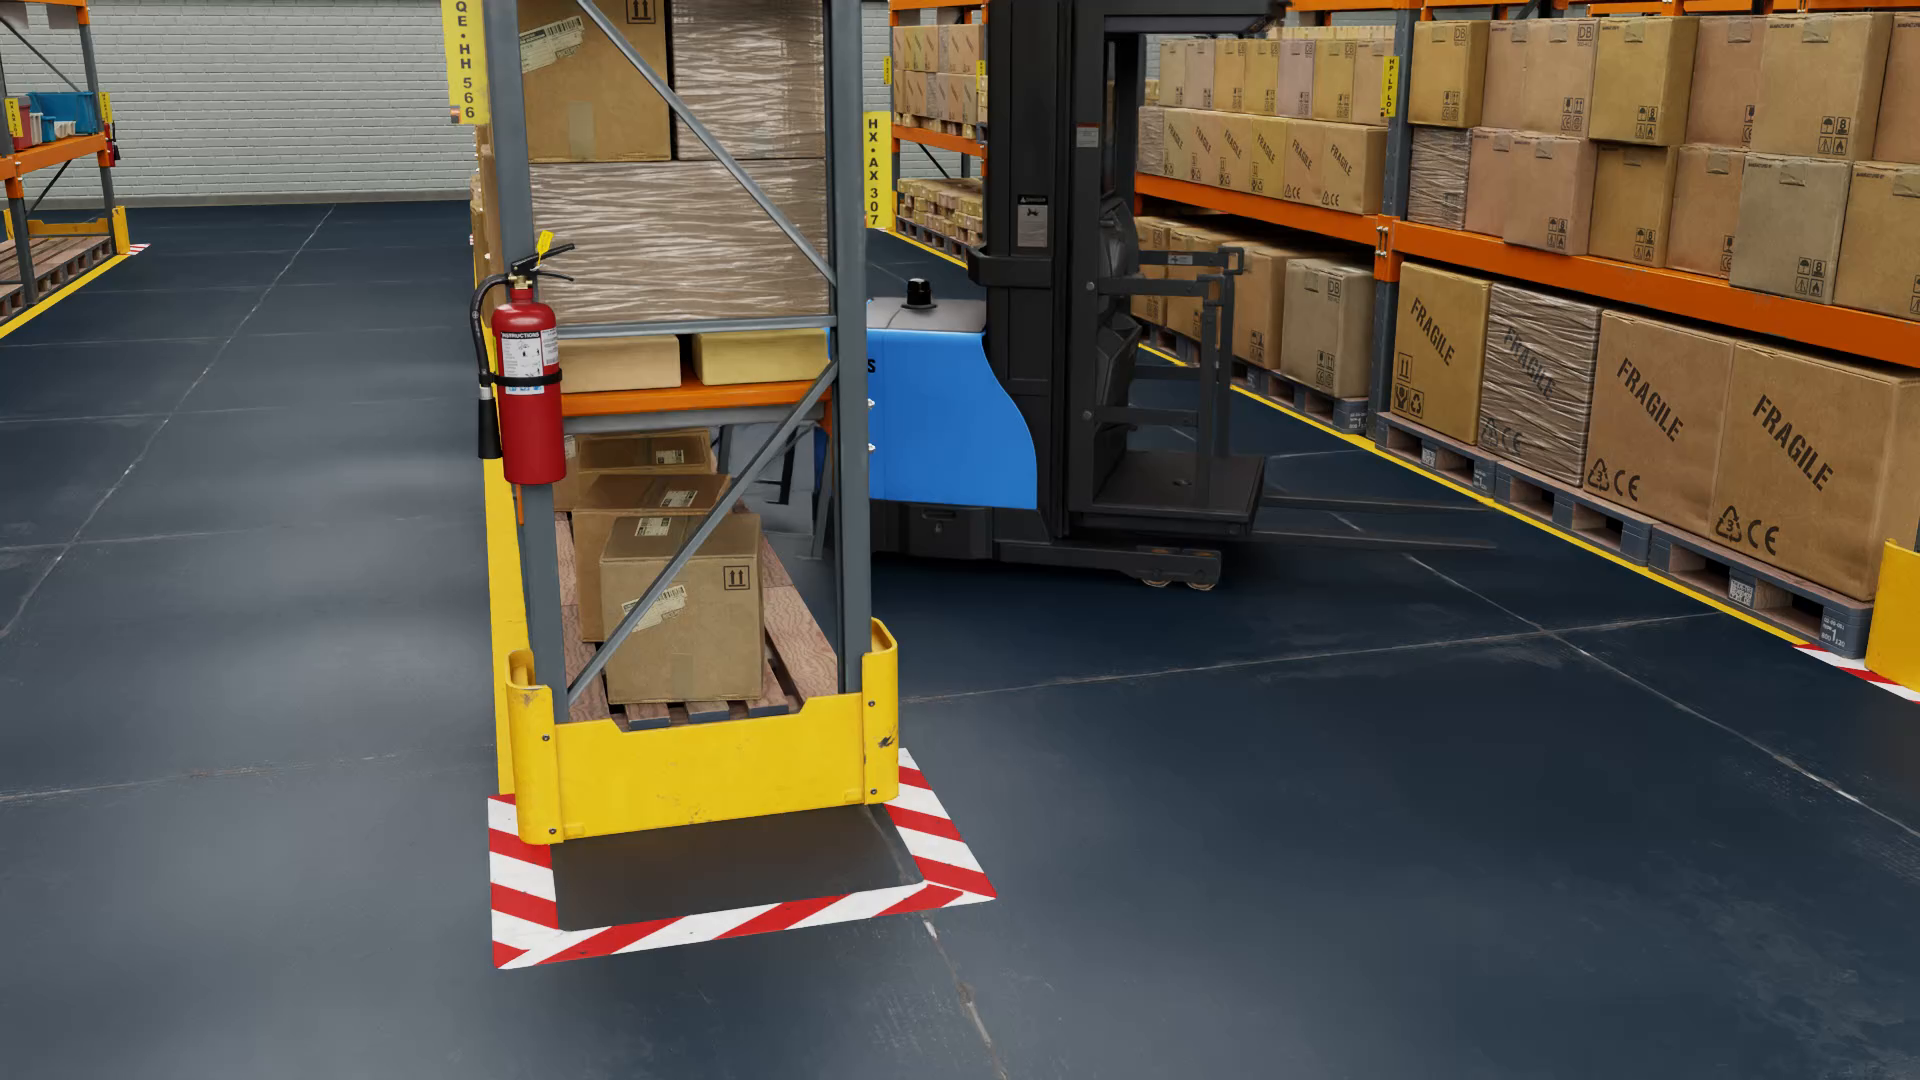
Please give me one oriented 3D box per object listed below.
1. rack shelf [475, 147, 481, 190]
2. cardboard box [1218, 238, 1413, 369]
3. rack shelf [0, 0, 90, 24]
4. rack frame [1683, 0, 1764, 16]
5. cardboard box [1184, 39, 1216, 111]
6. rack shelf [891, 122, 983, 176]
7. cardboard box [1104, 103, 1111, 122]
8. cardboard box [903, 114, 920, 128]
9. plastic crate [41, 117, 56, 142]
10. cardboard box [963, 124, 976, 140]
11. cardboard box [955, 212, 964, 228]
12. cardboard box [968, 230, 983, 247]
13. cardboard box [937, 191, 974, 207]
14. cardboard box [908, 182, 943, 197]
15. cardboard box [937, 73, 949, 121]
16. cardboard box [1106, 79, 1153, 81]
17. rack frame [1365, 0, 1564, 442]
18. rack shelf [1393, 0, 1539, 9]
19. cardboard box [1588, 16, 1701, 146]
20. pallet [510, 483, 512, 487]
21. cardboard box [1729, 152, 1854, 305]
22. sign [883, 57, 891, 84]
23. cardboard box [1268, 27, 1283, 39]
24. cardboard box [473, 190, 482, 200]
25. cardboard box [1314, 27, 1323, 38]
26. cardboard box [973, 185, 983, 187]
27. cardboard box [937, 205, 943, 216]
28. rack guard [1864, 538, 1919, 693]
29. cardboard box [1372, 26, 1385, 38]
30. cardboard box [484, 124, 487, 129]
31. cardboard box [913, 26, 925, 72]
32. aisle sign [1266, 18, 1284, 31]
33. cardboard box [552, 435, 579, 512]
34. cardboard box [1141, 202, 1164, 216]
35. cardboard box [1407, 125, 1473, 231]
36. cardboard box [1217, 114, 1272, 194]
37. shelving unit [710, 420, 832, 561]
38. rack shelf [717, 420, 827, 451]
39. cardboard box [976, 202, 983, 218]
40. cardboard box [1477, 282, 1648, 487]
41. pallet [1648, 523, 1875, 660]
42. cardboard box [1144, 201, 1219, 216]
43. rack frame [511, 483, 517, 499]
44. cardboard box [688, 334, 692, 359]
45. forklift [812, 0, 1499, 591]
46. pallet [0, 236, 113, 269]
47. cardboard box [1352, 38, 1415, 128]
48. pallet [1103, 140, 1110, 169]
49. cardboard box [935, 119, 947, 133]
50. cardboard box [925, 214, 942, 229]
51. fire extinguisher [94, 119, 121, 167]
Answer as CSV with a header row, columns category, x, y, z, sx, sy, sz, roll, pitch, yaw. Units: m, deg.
category,x,y,z,sx,sy,sz,roll,pitch,yaw
rack shelf,-3.515,-3.021,14.046,1.077,0.370,4.000,-5,17,-15
cardboard box,2.412,-1.626,11.330,1.050,0.750,0.750,-5,17,-15
rack shelf,-9.376,-5.173,15.994,1.077,0.370,4.000,-5,17,-15
rack frame,6.563,-3.596,14.709,1.000,3.000,0.127,-5,17,-15
cardboard box,2.086,-3.439,12.274,0.700,0.500,0.500,-5,17,-16
rack shelf,0.183,-4.492,18.942,1.077,0.370,4.000,-5,17,-15
cardboard box,1.258,-3.501,13.581,0.380,0.149,0.250,-4,17,-14
cardboard box,-0.461,-5.008,19.846,0.380,0.149,0.250,-5,17,-17
plastic crate,-9.115,-4.034,16.356,0.416,0.233,0.300,-5,17,-15
cardboard box,0.253,-4.286,17.443,0.380,0.149,0.250,-5,17,-17
cardboard box,0.163,-3.470,17.998,0.380,0.149,0.250,-5,18,-17
cardboard box,0.297,-3.200,17.618,0.380,0.149,0.250,-4,17,-15
cardboard box,-0.045,-3.837,18.701,0.380,0.149,0.250,-5,18,-17
cardboard box,-0.412,-4.192,19.884,0.380,0.149,0.250,-5,17,-15
cardboard box,0.051,-4.866,18.247,0.500,0.500,0.500,-5,17,-16
cardboard box,1.528,-4.049,14.890,0.380,0.149,0.250,-4,17,-14
rack frame,2.931,-2.070,9.630,1.000,3.000,0.127,-5,17,-15
rack shelf,2.381,-3.715,11.143,1.077,0.370,4.000,-5,17,-15
cardboard box,3.432,-2.105,7.609,0.875,0.550,0.500,-5,17,-15
pallet,-2.081,-0.586,9.535,1.003,0.211,1.213,-5,17,-15
cardboard box,3.712,-1.285,6.755,0.875,0.550,0.550,-5,17,-15
sign,-0.889,-5.761,20.412,0.100,0.325,0.005,-5,17,-15
cardboard box,4.196,-6.526,21.425,0.380,0.149,0.250,-4,17,-14
cardboard box,-3.372,-2.436,13.810,1.225,0.875,0.875,-5,17,-15
cardboard box,4.538,-6.166,20.226,0.380,0.149,0.250,-5,17,-15
cardboard box,0.367,-4.102,19.584,0.380,0.149,0.250,-4,17,-13
cardboard box,-0.052,-3.844,19.245,0.380,0.149,0.250,-4,17,-12
rack guard,4.037,0.240,6.284,1.175,0.500,0.348,-5,17,-15
cardboard box,4.959,-5.820,19.073,0.380,0.149,0.250,-5,17,-16
cardboard box,-1.711,-1.954,6.814,0.500,0.500,0.500,-5,17,-15
cardboard box,-0.233,-5.629,19.048,0.500,0.500,0.500,-5,17,-16
aisle sign,4.066,-7.051,21.692,0.394,0.787,0.004,-5,17,-15
cardboard box,-1.630,-0.438,7.812,0.500,0.500,0.500,1,17,2
cardboard box,1.392,-2.708,14.065,0.500,0.250,0.500,-5,17,-17
cardboard box,3.044,-2.041,9.272,0.875,0.550,0.550,-5,17,-15
cardboard box,2.111,-2.661,11.423,0.500,0.500,0.500,-5,17,-16
shelving unit,-0.872,-0.785,7.611,0.538,1.500,1.048,5,14,-16
rack shelf,-0.898,-0.612,7.653,0.538,0.185,1.000,5,14,-16
cardboard box,0.384,-3.482,17.520,0.380,0.149,0.250,-4,17,-14
cardboard box,3.288,-0.825,8.448,0.875,0.875,0.875,-5,17,-15
pallet,3.735,0.157,7.063,1.003,0.211,1.213,-5,17,-15
cardboard box,1.875,-2.750,14.203,0.500,0.250,0.500,-6,18,-18
rack frame,-1.866,-1.706,8.417,1.000,3.000,0.127,-5,17,-15
cardboard box,-0.666,-0.648,5.331,0.380,0.149,0.250,-5,17,-15
forklift,0.896,-1.352,7.360,3.031,2.935,1.130,4,17,13
pallet,-9.737,-3.067,17.795,1.003,0.211,1.213,-5,17,-15
cardboard box,2.789,-2.734,9.927,0.700,0.500,0.500,-5,17,-16
pallet,1.533,-3.273,13.969,1.213,0.211,1.003,-5,17,-15
cardboard box,-0.070,-4.650,18.655,0.380,0.149,0.250,-4,17,-14
cardboard box,-0.194,-3.703,19.290,0.380,0.149,0.250,-6,18,-18
fire extinguisher,-9.531,-4.496,18.487,0.296,0.674,0.183,-5,17,-15
